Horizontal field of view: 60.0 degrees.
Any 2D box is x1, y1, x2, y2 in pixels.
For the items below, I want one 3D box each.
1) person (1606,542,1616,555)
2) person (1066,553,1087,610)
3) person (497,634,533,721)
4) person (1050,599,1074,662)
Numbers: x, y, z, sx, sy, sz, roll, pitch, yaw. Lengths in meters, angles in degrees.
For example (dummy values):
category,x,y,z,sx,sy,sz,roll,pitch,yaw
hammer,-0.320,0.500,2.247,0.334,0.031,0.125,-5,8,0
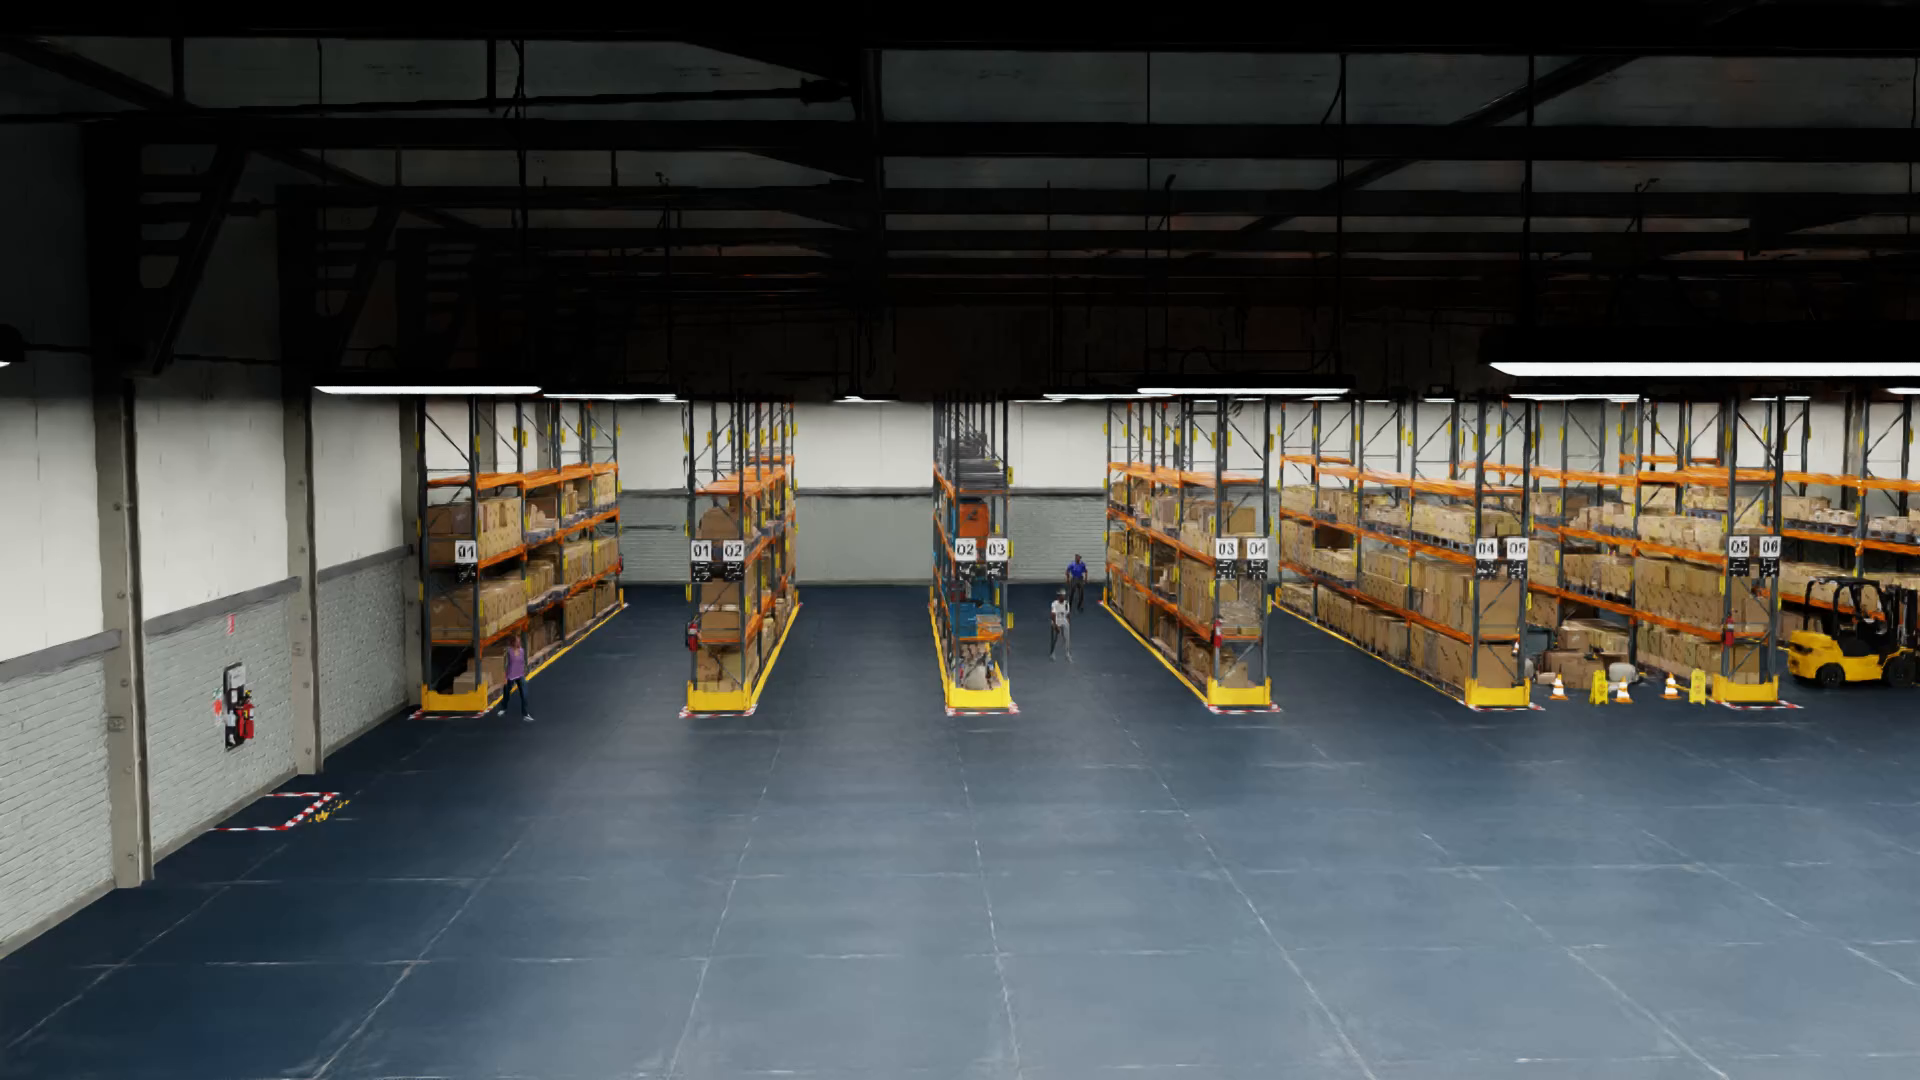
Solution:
category,x,y,z,sx,sy,sz,roll,pitch,yaw
person,19.423,0.800,49.349,0.516,1.697,0.646,-3,5,-29
person,3.246,1.156,46.295,0.592,1.604,0.518,0,5,-4
person,-8.095,2.479,30.122,0.484,1.562,0.863,-3,5,-30
person,2.248,2.003,37.063,0.396,1.368,0.997,-1,5,-11
